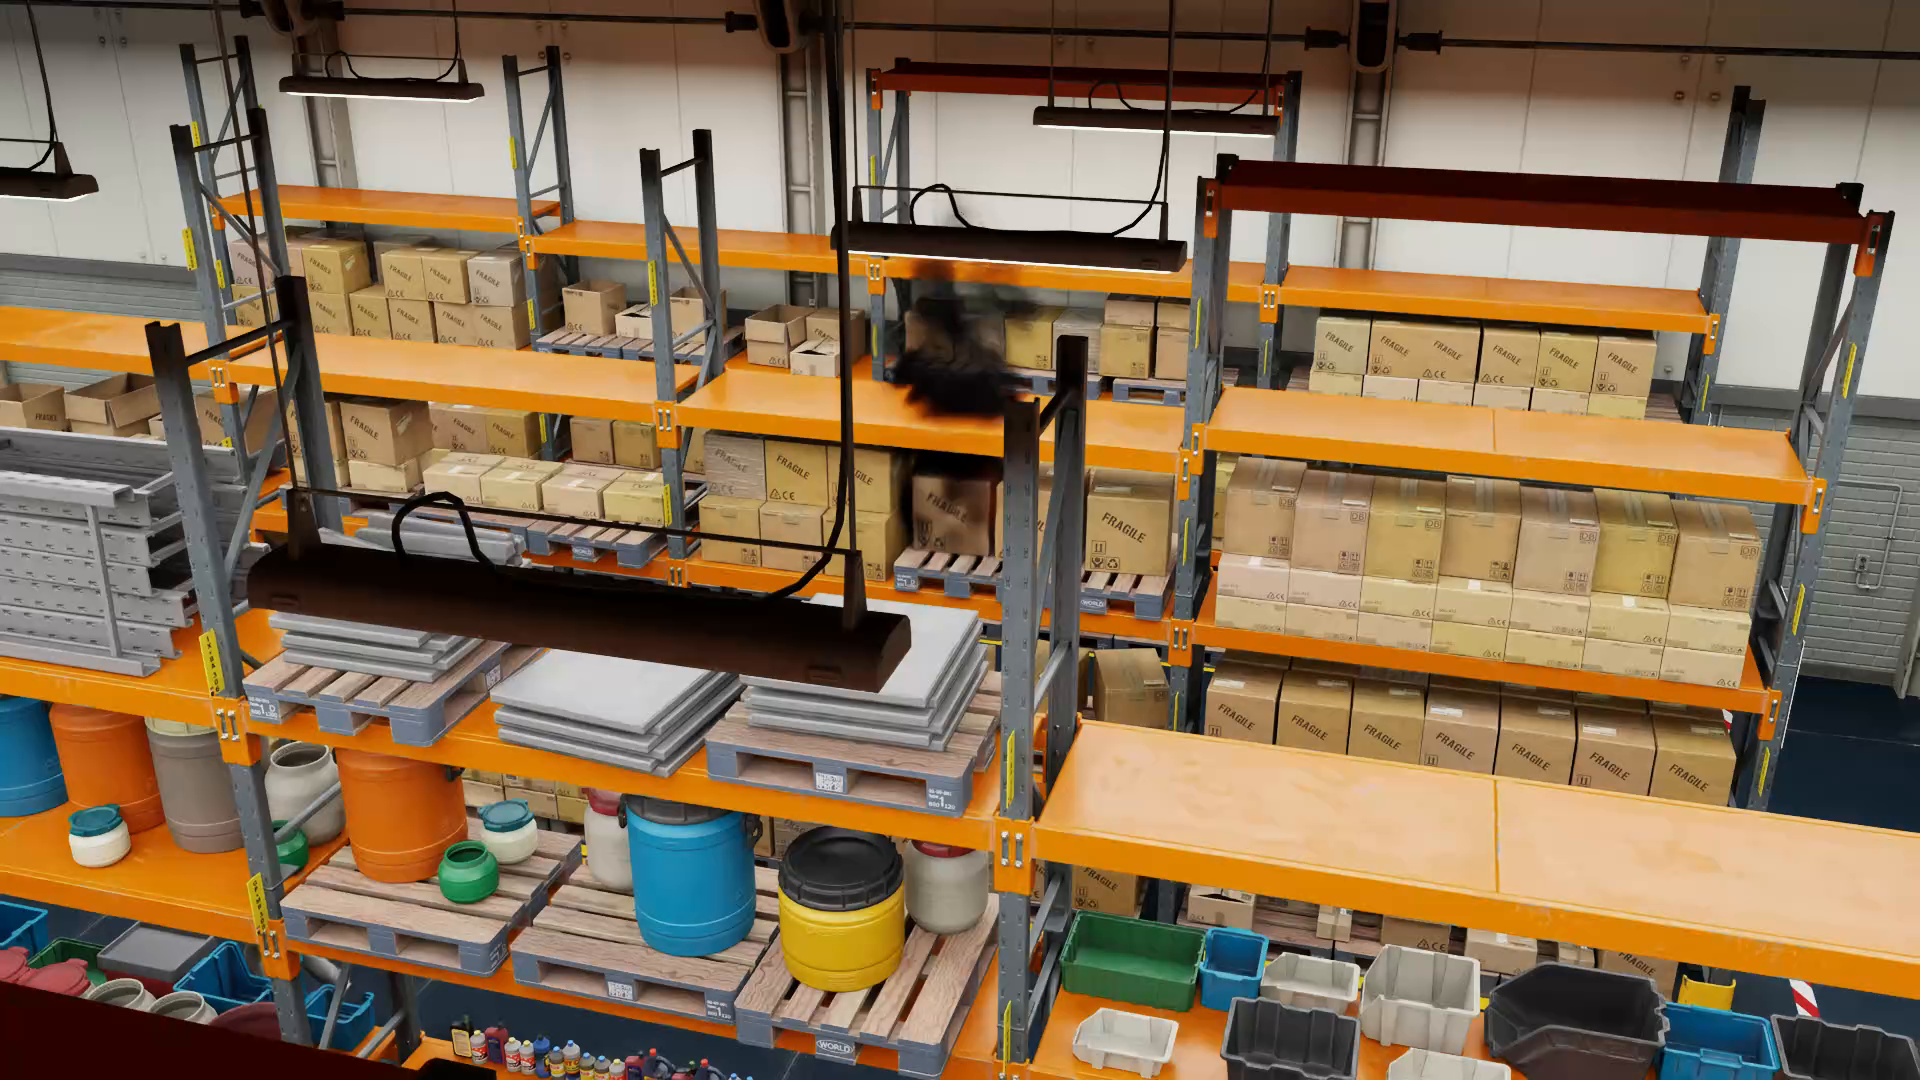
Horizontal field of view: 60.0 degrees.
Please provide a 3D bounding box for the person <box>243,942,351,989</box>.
[{"bbox_3d":[-4.950,2.700,12.013,0.908,1.664,0.570,1,23,3],"label":"person"}]
